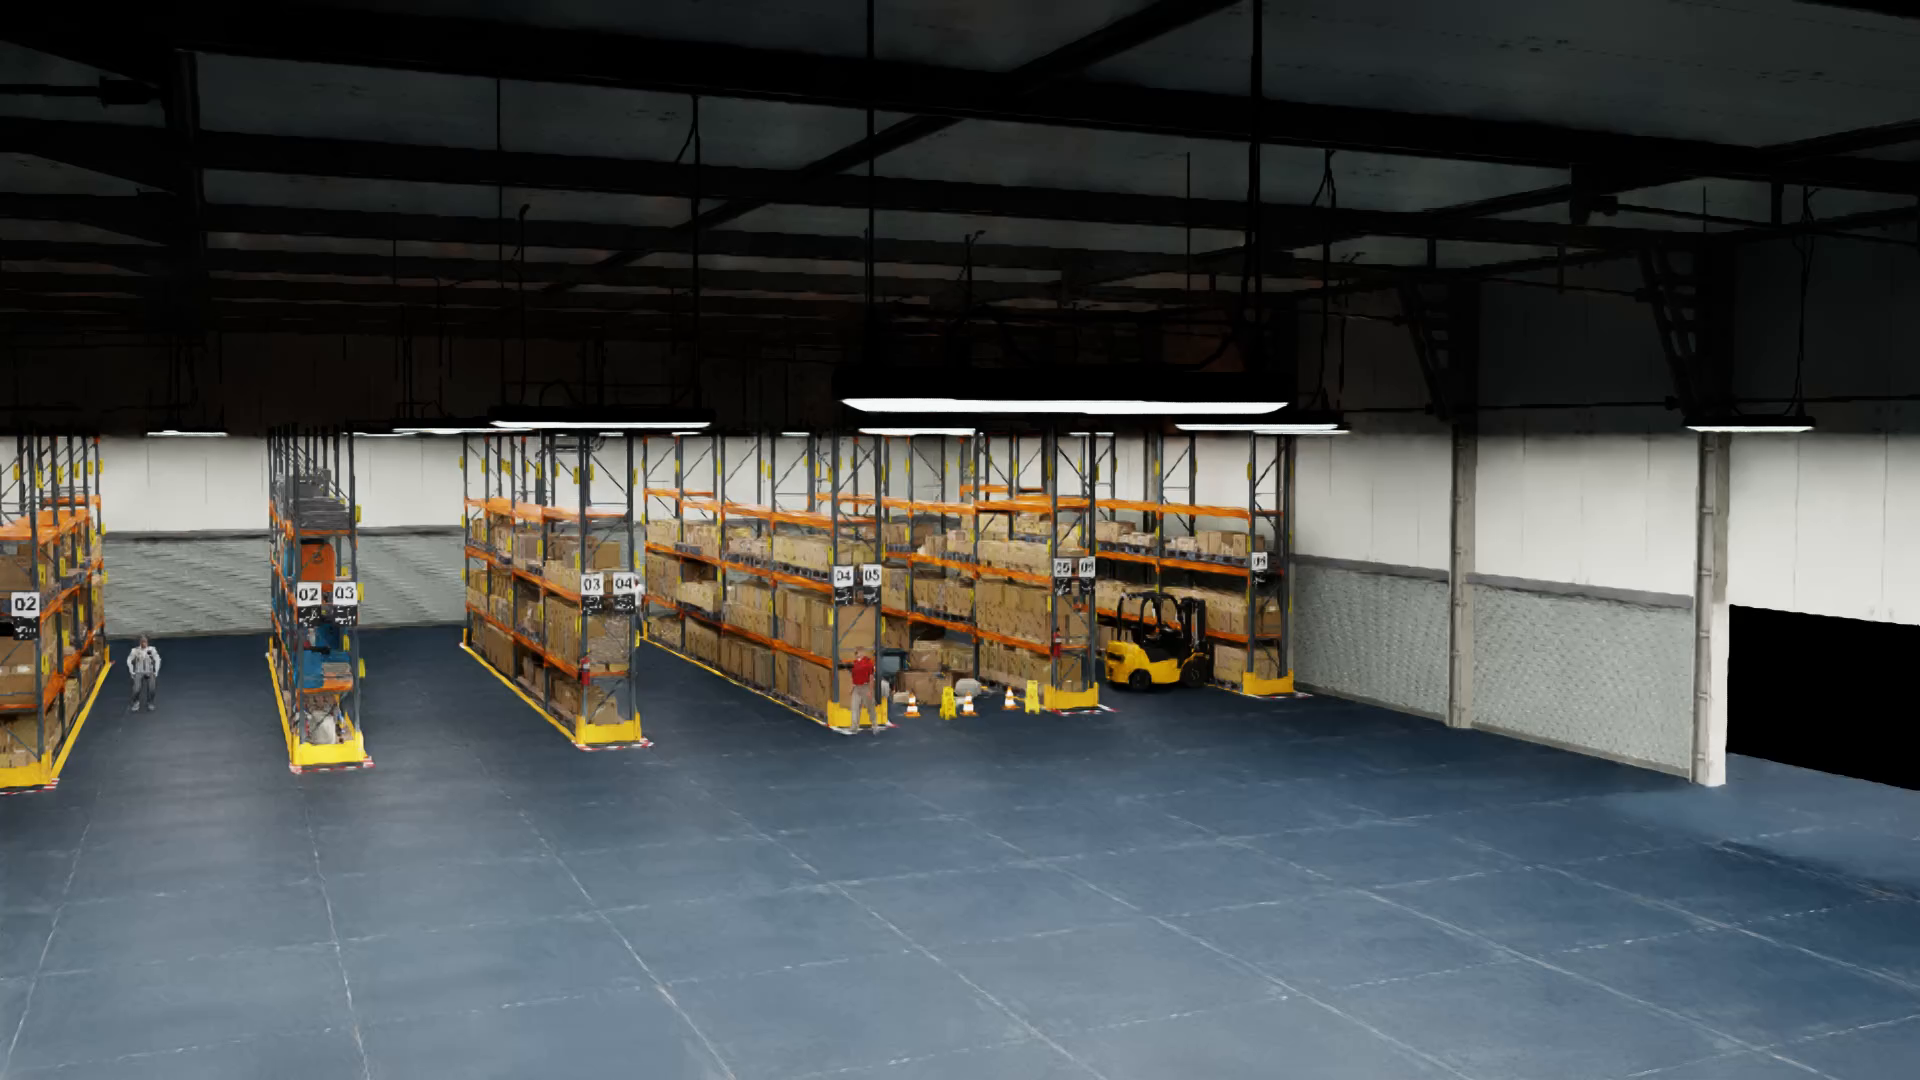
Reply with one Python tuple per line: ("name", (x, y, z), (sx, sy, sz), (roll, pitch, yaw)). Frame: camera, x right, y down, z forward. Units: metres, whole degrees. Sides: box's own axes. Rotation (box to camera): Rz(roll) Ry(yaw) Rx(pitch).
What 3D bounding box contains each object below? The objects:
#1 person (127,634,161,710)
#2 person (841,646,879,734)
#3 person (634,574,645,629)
("person", (-17.171, 2.776, 34.997), (0.639, 1.632, 0.512), (-2, 4, -26))
("person", (-1.914, 2.896, 32.150), (0.674, 1.716, 0.634), (3, 5, 42))
("person", (-9.492, 1.873, 48.648), (0.612, 1.747, 0.731), (1, 4, 22))
